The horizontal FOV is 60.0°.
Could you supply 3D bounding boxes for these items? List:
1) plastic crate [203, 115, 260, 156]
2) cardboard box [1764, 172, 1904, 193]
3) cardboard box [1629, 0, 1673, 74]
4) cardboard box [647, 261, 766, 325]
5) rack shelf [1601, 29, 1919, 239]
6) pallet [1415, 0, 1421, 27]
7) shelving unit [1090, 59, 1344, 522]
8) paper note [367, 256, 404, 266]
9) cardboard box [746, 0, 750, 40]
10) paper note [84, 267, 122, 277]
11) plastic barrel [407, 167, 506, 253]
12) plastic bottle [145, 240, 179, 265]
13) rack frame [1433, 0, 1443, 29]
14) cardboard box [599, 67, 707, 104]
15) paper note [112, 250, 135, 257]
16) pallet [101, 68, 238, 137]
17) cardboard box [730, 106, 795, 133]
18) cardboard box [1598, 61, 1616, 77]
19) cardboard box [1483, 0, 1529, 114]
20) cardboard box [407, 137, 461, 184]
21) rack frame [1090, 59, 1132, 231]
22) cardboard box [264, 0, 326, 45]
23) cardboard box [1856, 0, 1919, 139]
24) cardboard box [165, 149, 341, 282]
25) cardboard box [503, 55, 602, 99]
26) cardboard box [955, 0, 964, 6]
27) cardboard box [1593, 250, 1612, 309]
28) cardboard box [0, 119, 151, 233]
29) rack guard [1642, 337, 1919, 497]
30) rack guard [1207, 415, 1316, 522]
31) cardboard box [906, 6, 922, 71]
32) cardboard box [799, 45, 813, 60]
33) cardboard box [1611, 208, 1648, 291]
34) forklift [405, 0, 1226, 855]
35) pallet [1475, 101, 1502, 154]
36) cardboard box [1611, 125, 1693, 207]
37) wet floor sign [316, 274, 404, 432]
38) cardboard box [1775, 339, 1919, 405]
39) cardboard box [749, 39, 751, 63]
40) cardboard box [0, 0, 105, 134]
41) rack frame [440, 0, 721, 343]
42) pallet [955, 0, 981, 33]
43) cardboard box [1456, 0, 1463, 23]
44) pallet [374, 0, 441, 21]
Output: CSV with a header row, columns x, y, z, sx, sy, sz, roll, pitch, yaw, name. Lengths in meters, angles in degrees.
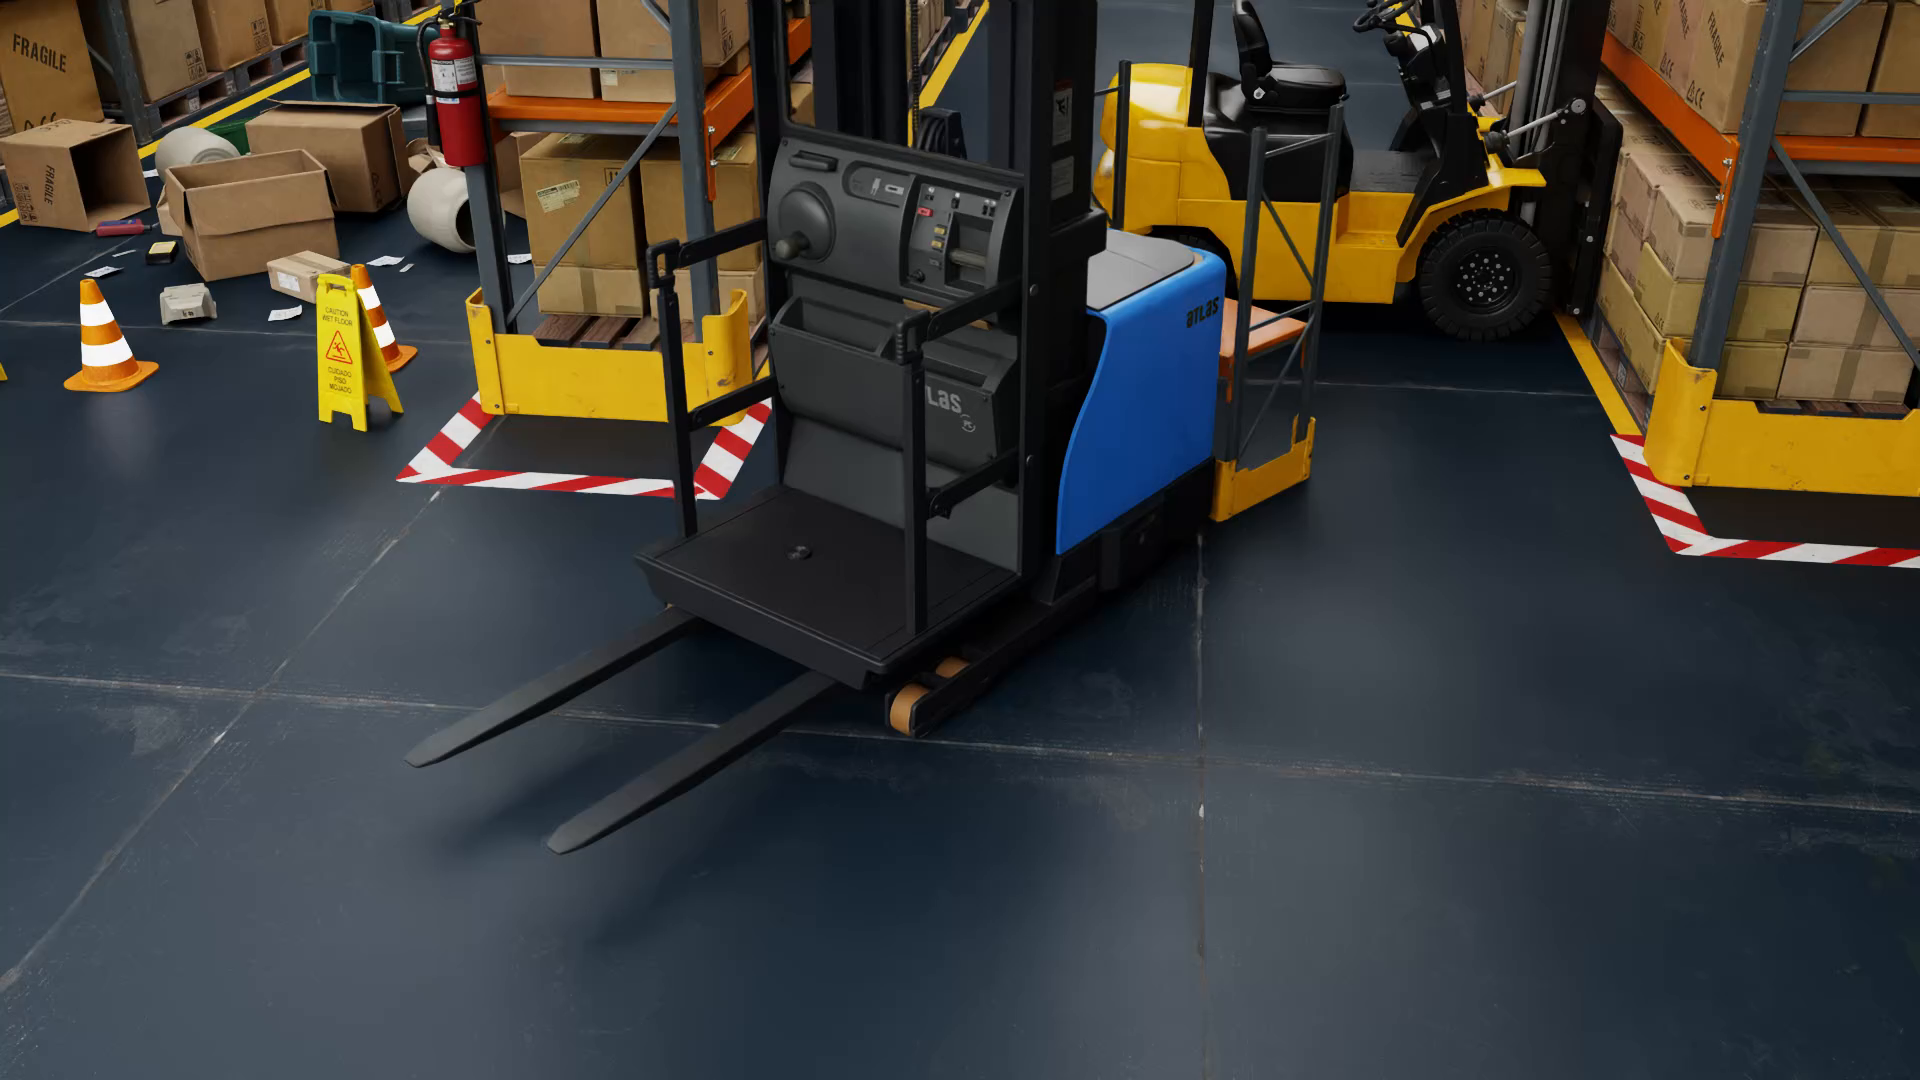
x,y,z,sx,sy,sz,roll,pitch,yaw,name
-4.678,-2.639,10.889,0.450,0.188,0.662,9,28,37,plastic crate
3.709,-1.465,7.208,0.500,0.250,0.500,3,28,6,cardboard box
3.340,-2.375,7.391,0.500,0.500,0.500,3,28,5,cardboard box
-1.149,-1.224,7.816,0.500,0.250,0.500,3,28,6,cardboard box
3.650,-2.224,7.975,1.077,0.370,4.000,3,28,6,rack shelf
4.514,-4.487,14.356,1.003,0.211,1.213,3,28,6,pallet
0.839,-1.008,6.540,0.587,1.500,1.083,-24,37,-37,shelving unit
-3.129,-1.526,9.062,0.148,0.019,0.142,14,31,24,paper note
-1.129,-2.512,7.331,0.500,0.500,0.500,4,29,8,cardboard box
-4.575,-1.438,8.890,0.144,0.017,0.142,14,31,24,paper note
-2.772,-1.812,9.168,0.421,0.421,0.512,-24,36,-37,plastic barrel
-4.375,-1.588,9.133,0.133,0.061,0.283,-6,29,-11,plastic bottle
4.385,-5.365,13.046,1.000,3.000,0.127,3,28,6,rack frame
-1.275,-1.924,6.923,0.380,0.149,0.250,3,29,6,cardboard box
-4.614,-1.583,9.177,0.032,0.001,0.123,20,34,32,paper note
-5.937,-3.149,11.873,1.003,0.211,1.213,3,28,6,pallet
-1.087,-1.812,8.117,0.500,0.500,0.500,2,28,4,cardboard box
3.451,-2.447,9.032,0.500,0.250,0.500,3,28,6,cardboard box
4.050,-3.233,11.149,0.875,0.625,0.625,3,28,6,cardboard box
-3.262,-2.307,10.252,0.258,0.266,0.396,-17,33,-29,cardboard box
0.495,-1.180,6.858,0.500,1.500,0.032,-24,37,-37,rack frame
-5.735,-4.393,13.172,1.050,0.750,0.750,4,29,7,cardboard box
3.741,-1.861,6.436,0.500,0.500,0.500,4,29,8,cardboard box
-3.820,-1.761,8.989,0.797,0.503,0.637,-17,33,-29,cardboard box
-1.689,-1.964,6.998,0.380,0.149,0.250,4,29,8,cardboard box
-0.375,-5.222,14.578,0.875,0.875,0.875,3,28,6,cardboard box
3.289,-1.282,7.923,0.500,0.250,0.500,4,29,7,cardboard box
-5.129,-2.120,9.655,0.500,0.500,0.500,8,29,15,cardboard box
3.402,-0.488,6.628,1.175,0.500,0.348,3,28,6,rack guard
1.182,-0.287,6.519,0.587,0.250,0.087,-24,37,-37,rack guard
-0.802,-3.710,12.302,0.950,0.372,0.625,4,29,8,cardboard box
-0.899,-2.540,9.468,0.500,0.500,0.500,4,29,7,cardboard box
3.226,-1.277,7.387,0.500,0.250,0.500,3,28,6,cardboard box
-0.353,-0.947,4.917,1.130,2.935,3.031,21,34,33,forklift
3.946,-2.604,10.861,1.003,0.211,1.213,3,28,6,pallet
3.260,-1.728,7.697,0.500,0.250,0.500,4,29,7,cardboard box
-2.607,-0.823,7.097,0.267,0.644,0.232,14,31,24,wet floor sign
3.659,-0.794,7.017,0.500,0.250,0.500,3,29,6,cardboard box
-1.069,-2.280,7.585,0.380,0.149,0.250,4,29,7,cardboard box
-6.104,-2.967,10.392,0.875,0.875,0.875,4,29,7,cardboard box
-1.522,-1.886,6.589,1.000,3.000,0.127,3,28,6,rack frame
-0.371,-4.791,14.921,1.003,0.211,1.213,3,28,6,pallet
4.295,-4.212,12.967,0.875,0.625,0.625,4,29,8,cardboard box
-5.370,-5.032,15.368,1.003,0.211,1.213,3,28,6,pallet
